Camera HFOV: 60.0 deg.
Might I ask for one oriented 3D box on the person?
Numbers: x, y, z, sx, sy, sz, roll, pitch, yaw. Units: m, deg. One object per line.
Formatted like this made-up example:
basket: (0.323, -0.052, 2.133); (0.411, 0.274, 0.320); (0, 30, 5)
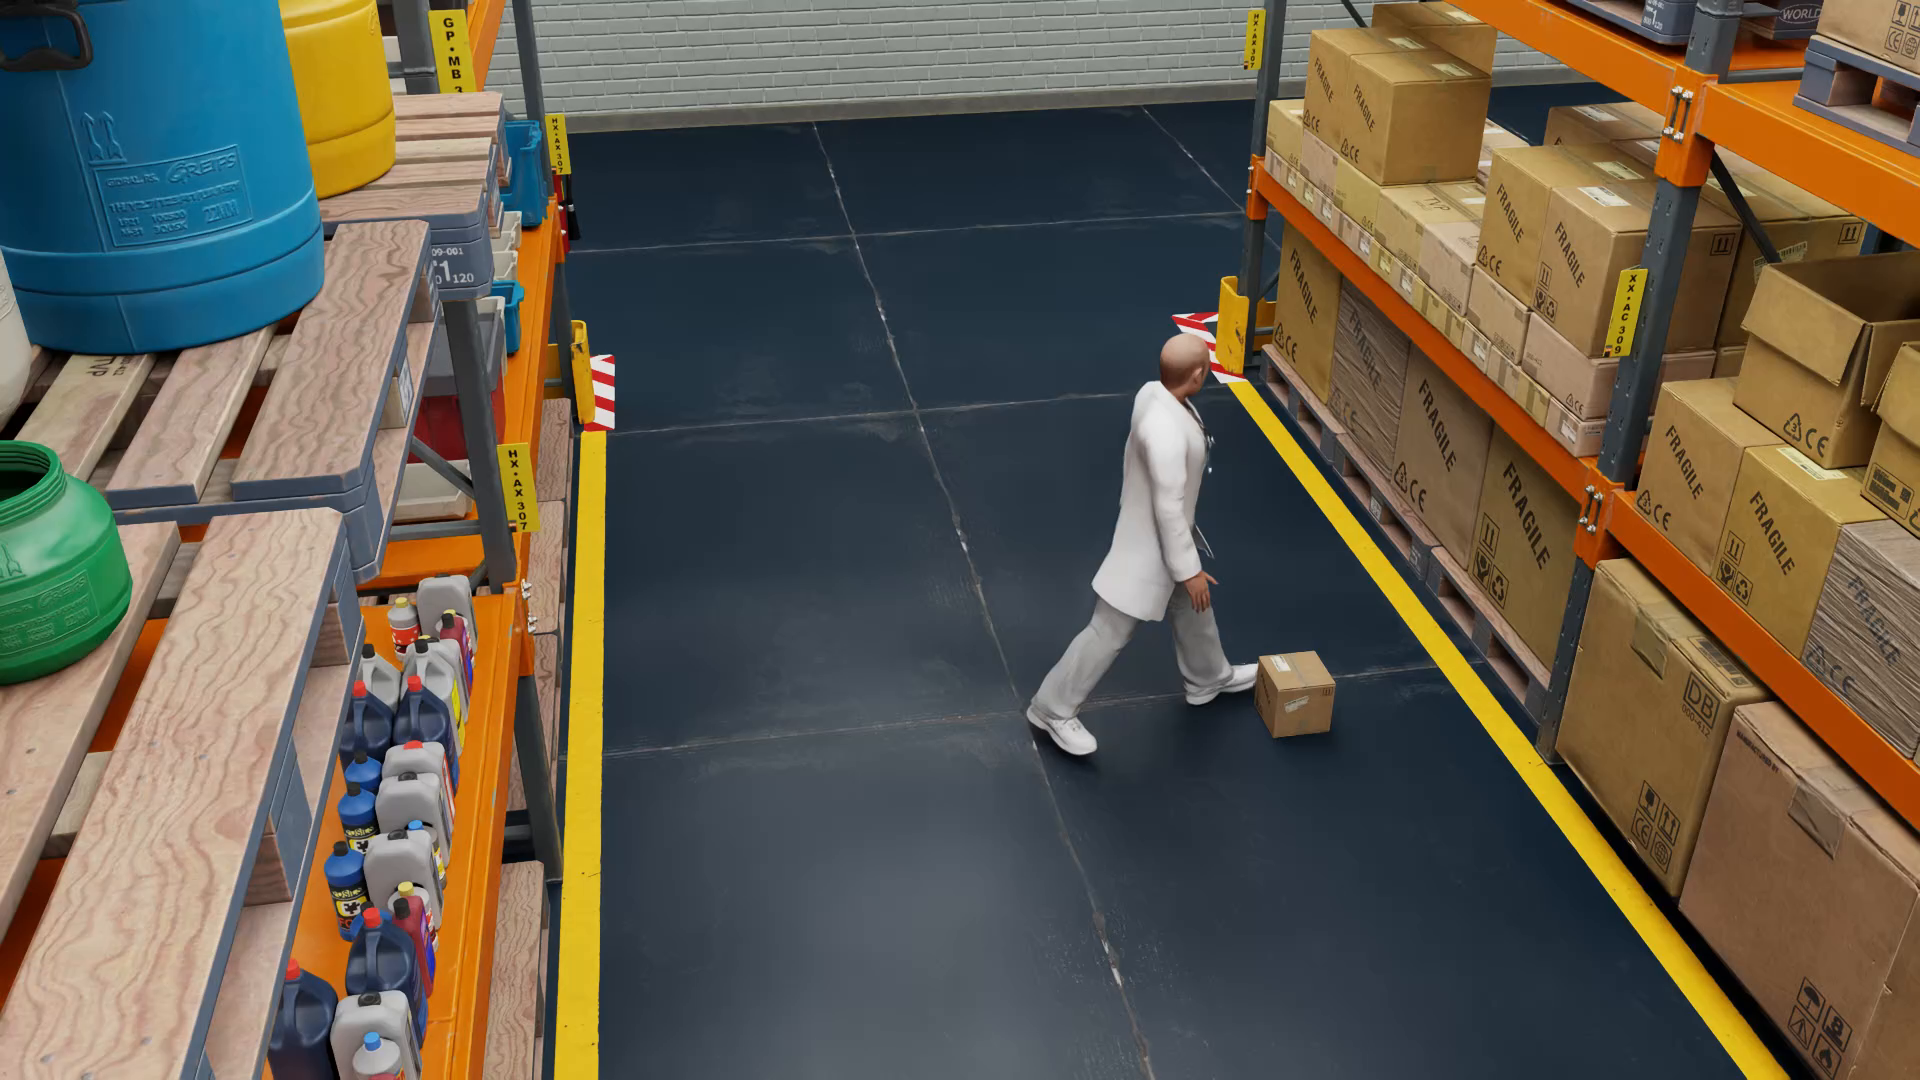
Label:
person: (0.789, 0.020, 6.619); (0.998, 1.744, 0.697); (4, 31, 7)
